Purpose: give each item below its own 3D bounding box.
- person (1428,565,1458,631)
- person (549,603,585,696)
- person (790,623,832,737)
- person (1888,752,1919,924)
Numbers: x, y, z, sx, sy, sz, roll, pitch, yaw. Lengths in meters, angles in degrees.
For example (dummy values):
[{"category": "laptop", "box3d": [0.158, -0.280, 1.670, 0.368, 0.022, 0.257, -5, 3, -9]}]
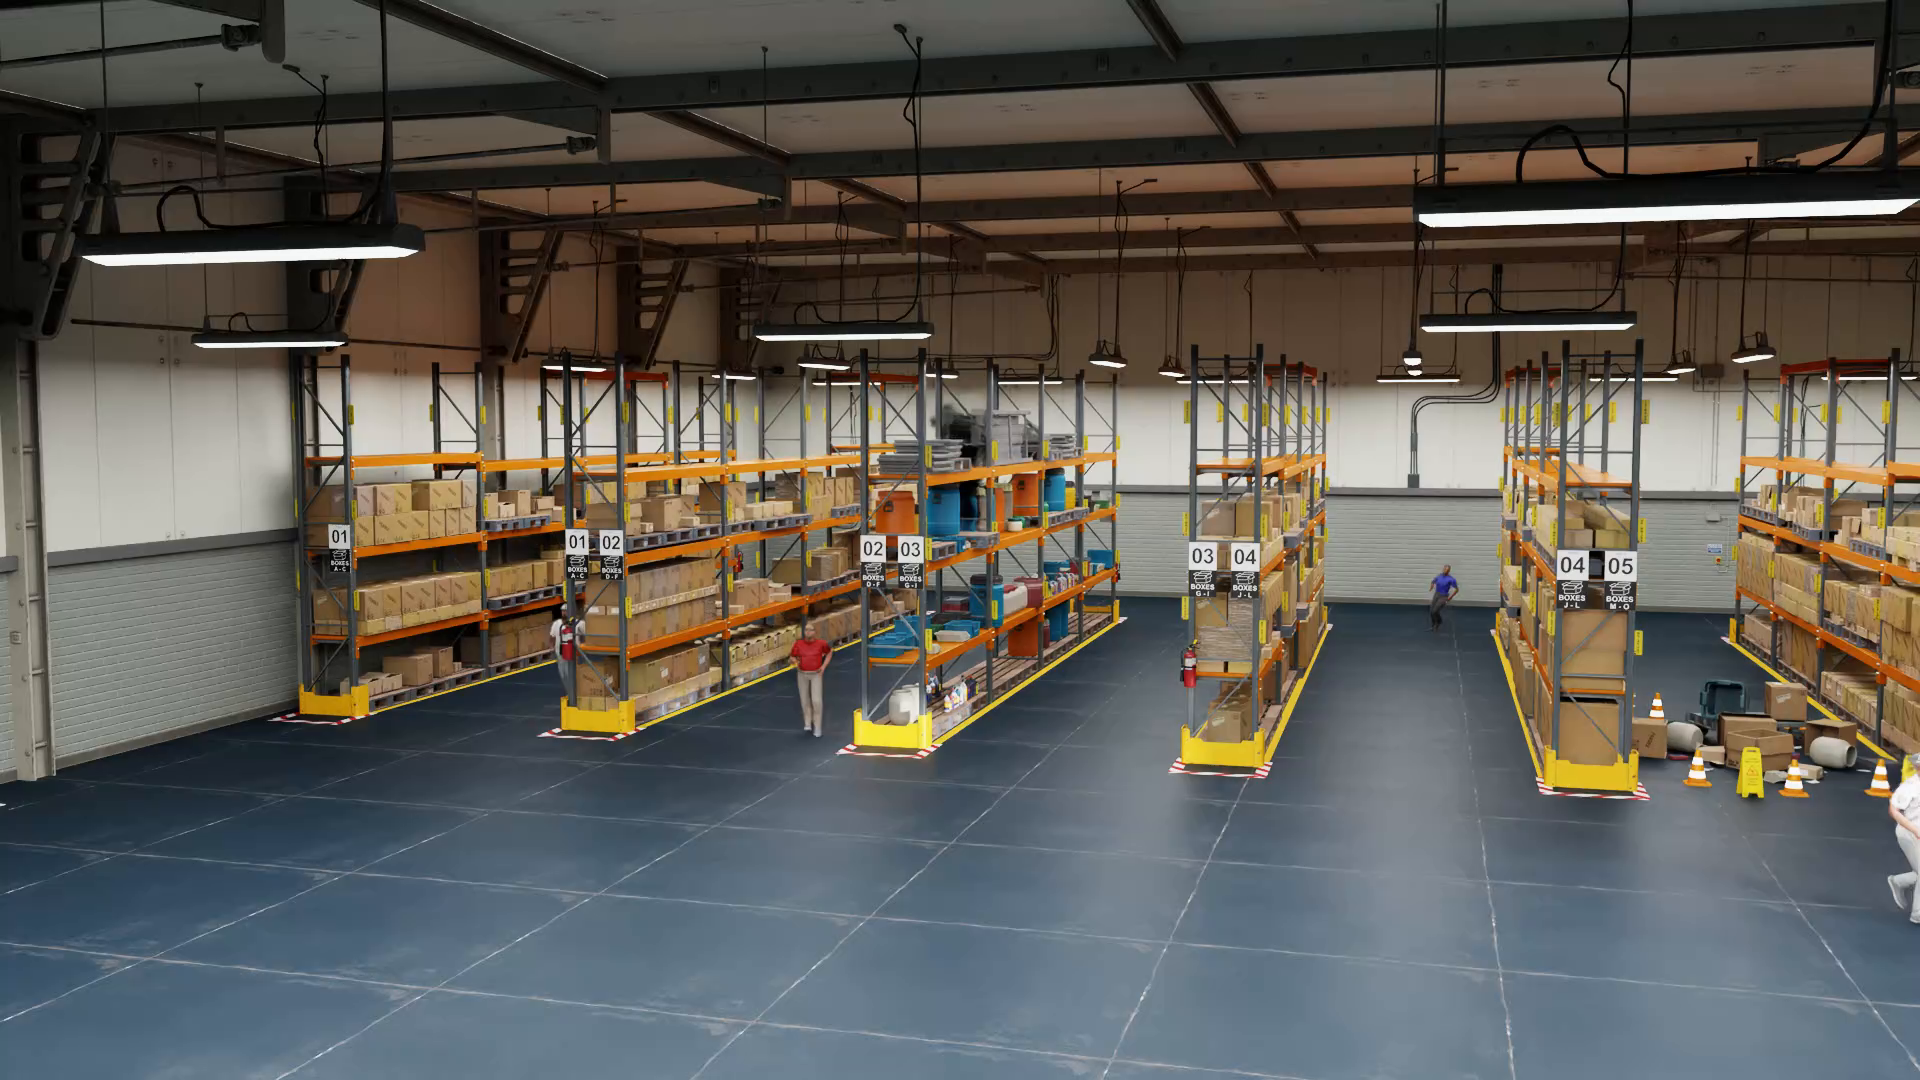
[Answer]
[{"category": "person", "box3d": [11.083, 1.348, 38.351, 0.504, 1.573, 0.677, -3, 6, -39]}, {"category": "person", "box3d": [-6.792, 1.978, 28.702, 0.661, 1.772, 0.649, 1, 4, 11]}, {"category": "person", "box3d": [-2.349, 2.204, 25.998, 0.642, 1.799, 0.697, 0, 4, 5]}, {"category": "person", "box3d": [9.430, 2.905, 16.355, 0.656, 1.739, 0.644, -2, 5, -29]}]
